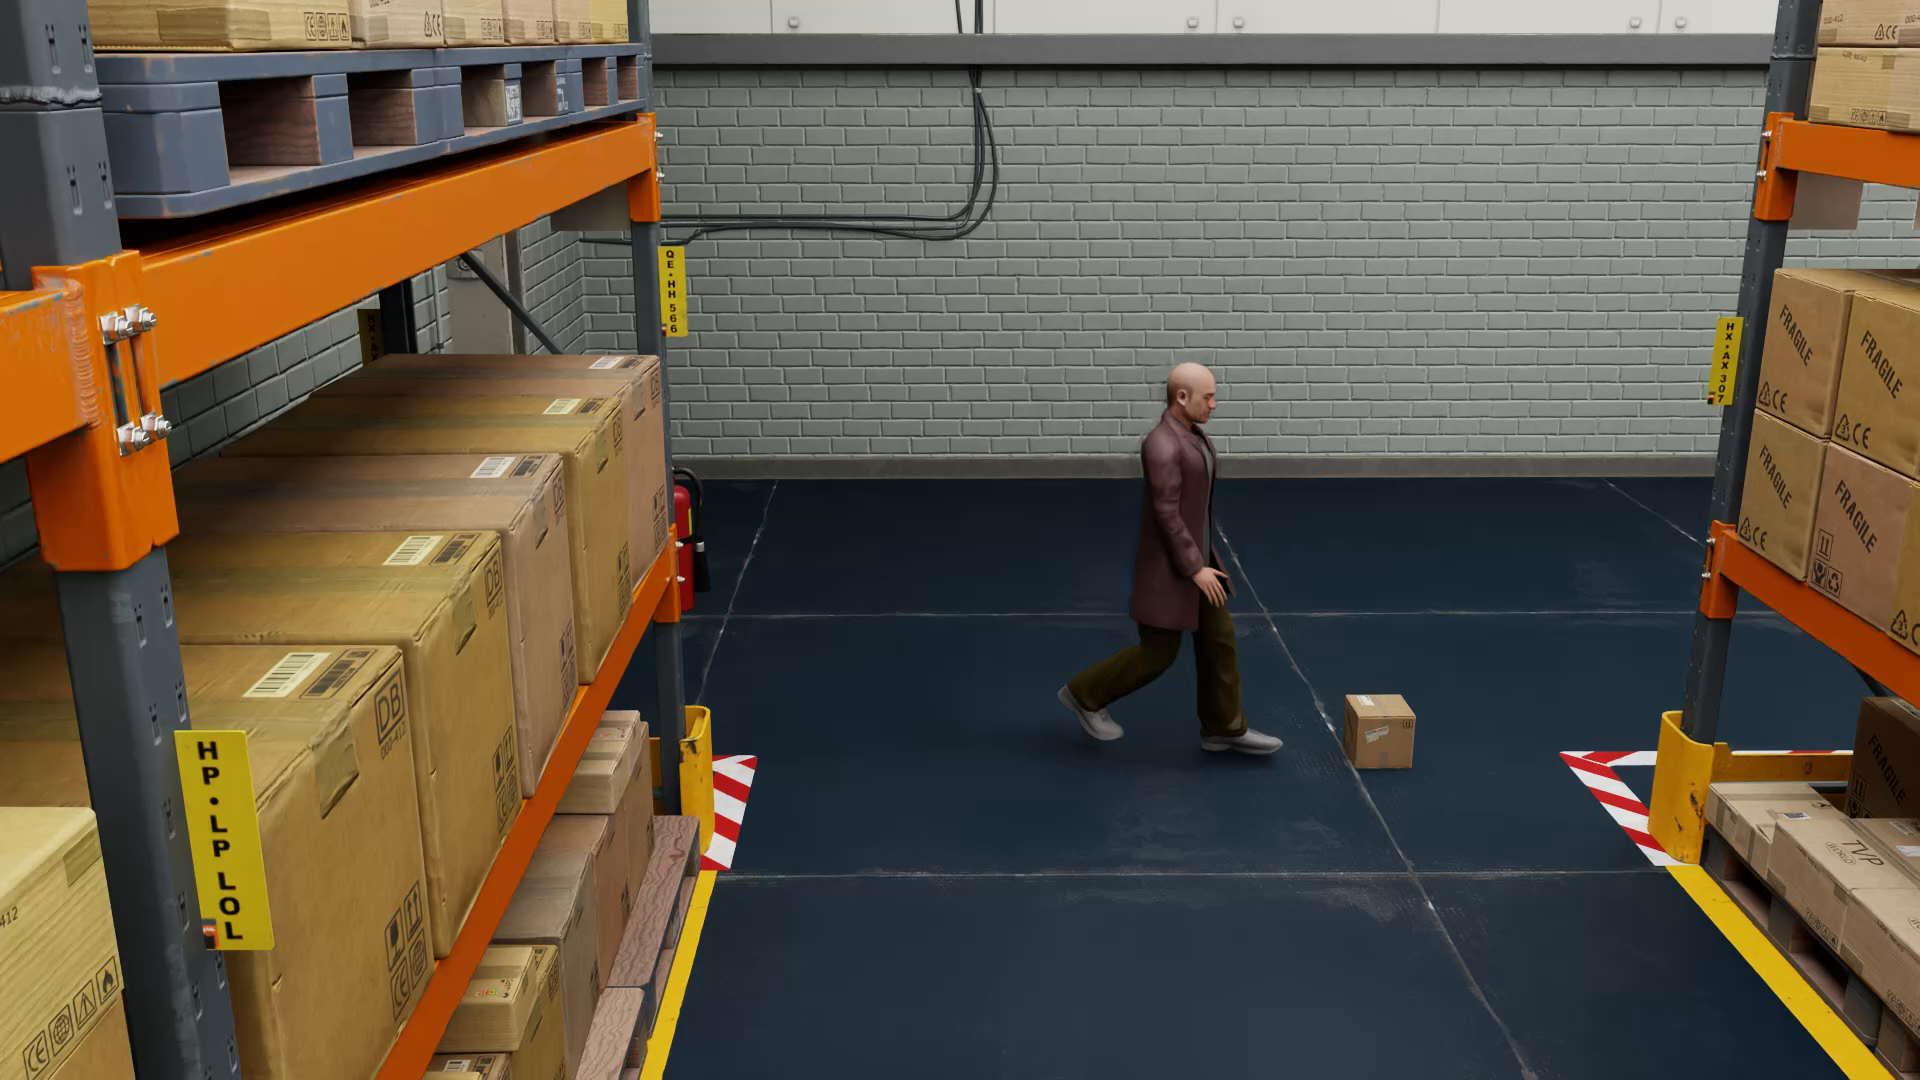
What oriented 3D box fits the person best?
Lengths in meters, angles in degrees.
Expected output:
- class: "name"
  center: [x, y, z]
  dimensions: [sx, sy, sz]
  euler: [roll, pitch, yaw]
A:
- class: "person"
  center: [0.930, 0.099, 7.222]
  dimensions: [0.992, 1.752, 0.579]
  euler: [8, 19, 25]
